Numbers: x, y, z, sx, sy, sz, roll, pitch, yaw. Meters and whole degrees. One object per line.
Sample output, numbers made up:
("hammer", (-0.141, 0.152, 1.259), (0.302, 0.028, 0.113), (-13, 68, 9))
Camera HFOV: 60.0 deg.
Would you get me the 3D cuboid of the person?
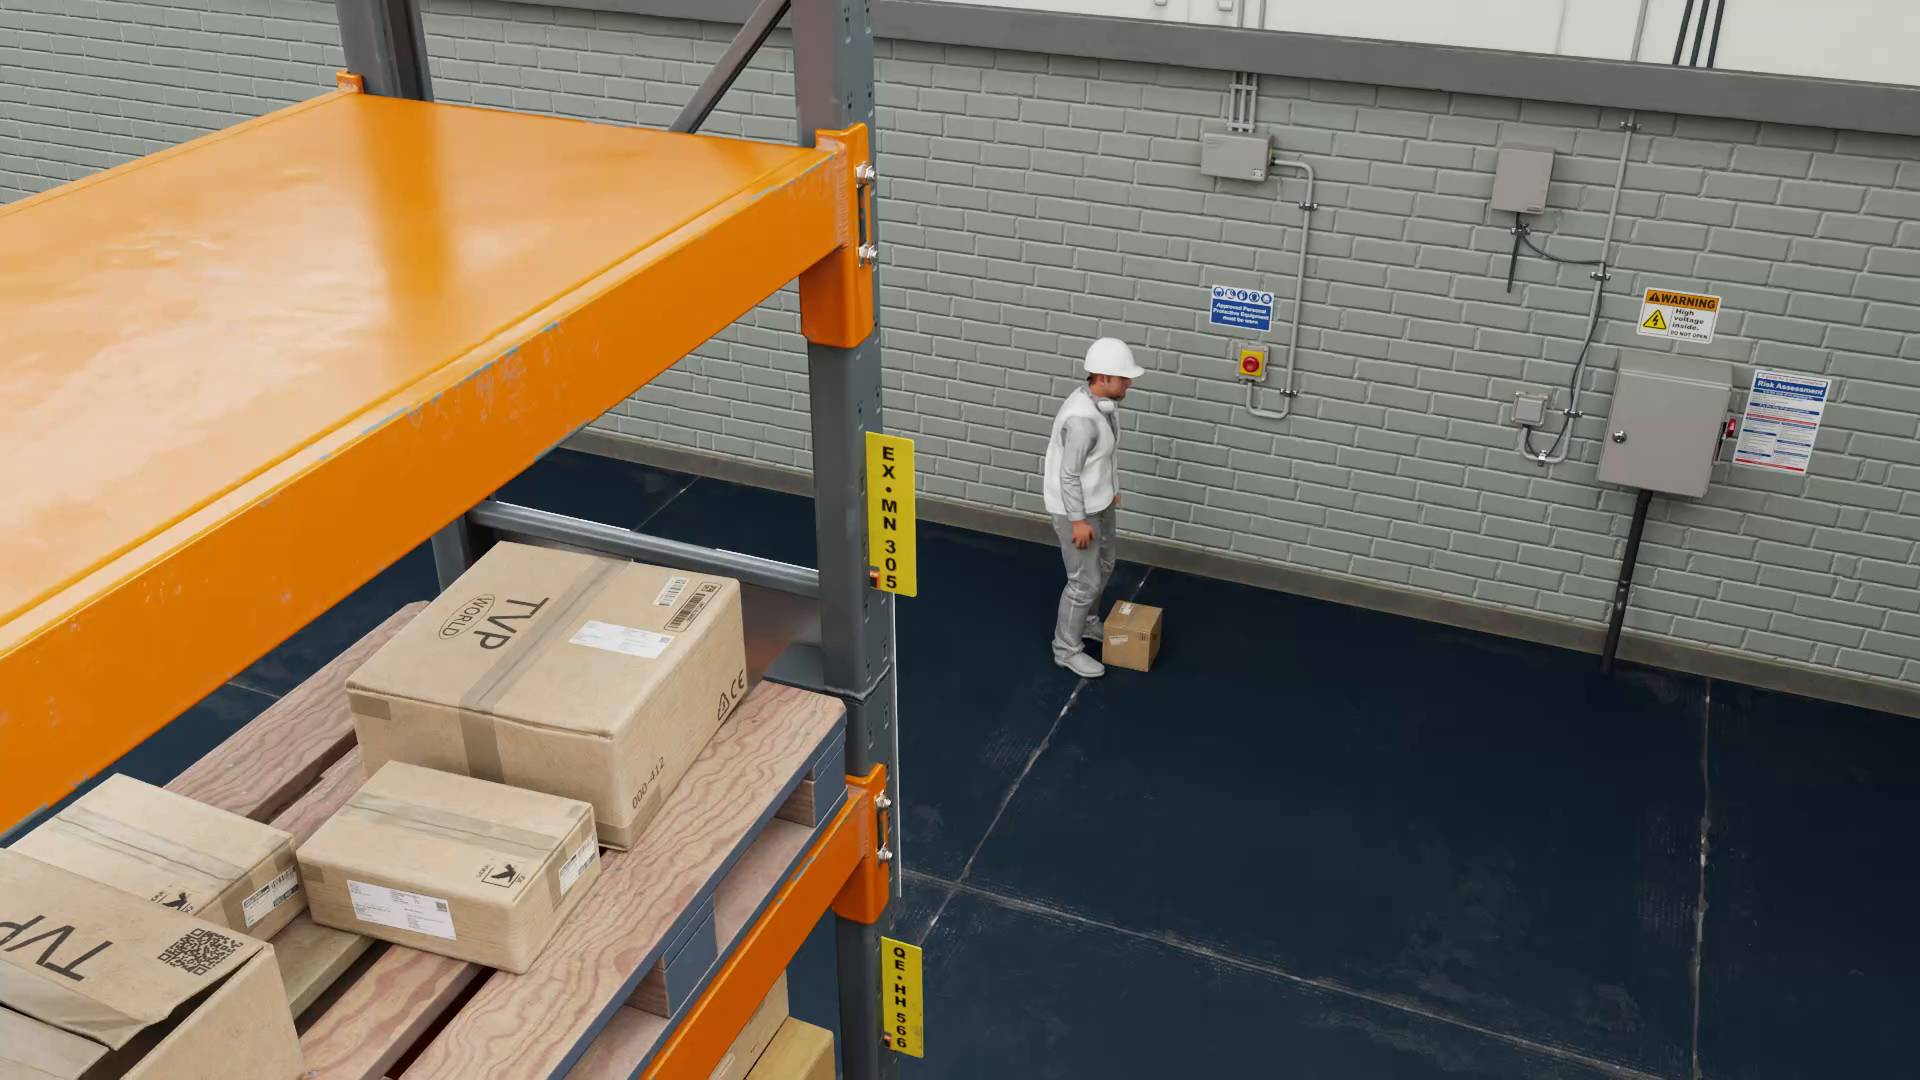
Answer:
("person", (0.663, -0.196, 8.448), (0.464, 1.771, 0.581), (11, 31, 19))
